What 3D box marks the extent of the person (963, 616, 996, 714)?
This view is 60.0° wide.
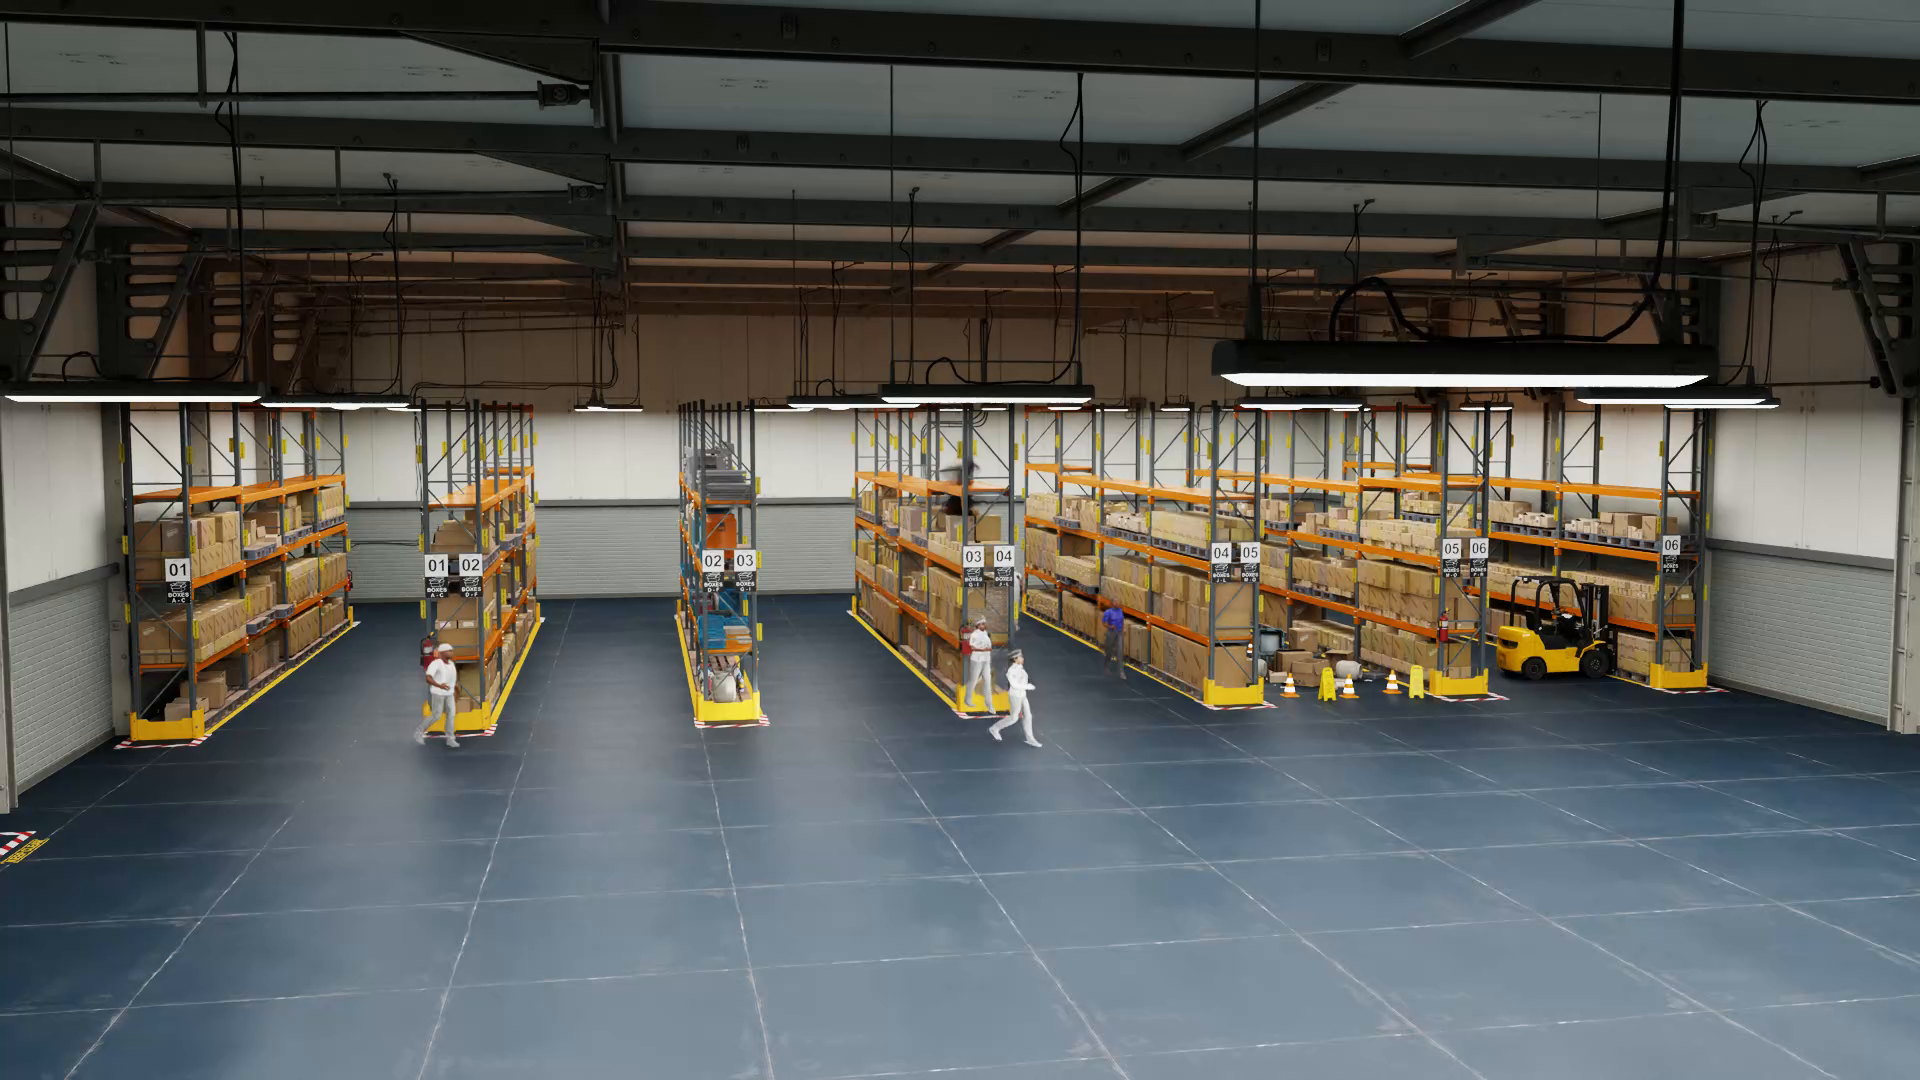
[{"bbox_3d":[0.384,2.290,30.637,0.632,1.800,0.581,4,6,42],"label":"person"}]

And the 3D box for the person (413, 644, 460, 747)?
[{"bbox_3d":[-8.922,2.671,28.760,0.893,1.743,0.768,2,5,22],"label":"person"}]

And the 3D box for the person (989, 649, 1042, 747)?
[{"bbox_3d":[0.961,2.711,28.632,0.926,1.703,0.615,1,4,16],"label":"person"}]

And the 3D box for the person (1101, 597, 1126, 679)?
[{"bbox_3d":[3.200,2.008,34.415,0.587,1.681,0.860,-1,5,-19],"label":"person"}]

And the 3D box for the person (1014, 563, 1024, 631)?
[{"bbox_3d":[1.410,1.487,44.448,0.669,1.800,0.969,0,4,-5],"label":"person"}]
